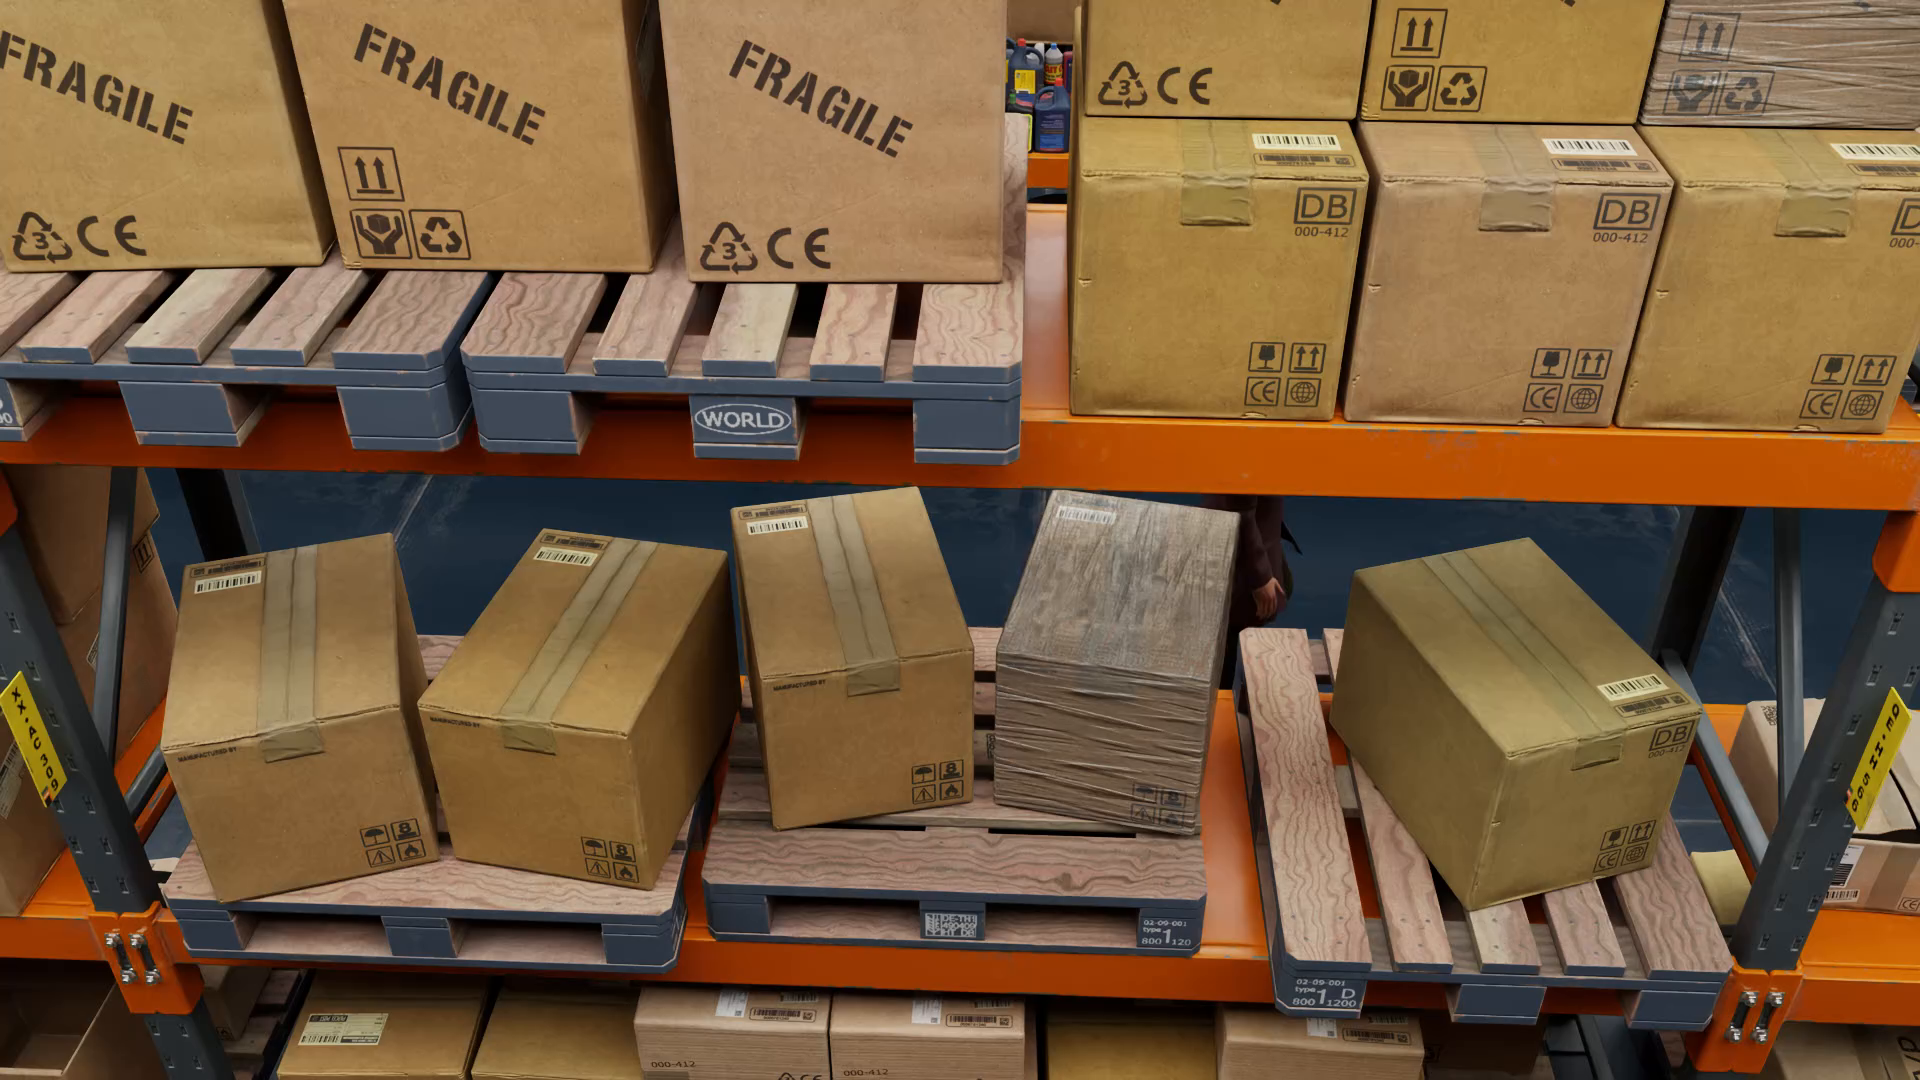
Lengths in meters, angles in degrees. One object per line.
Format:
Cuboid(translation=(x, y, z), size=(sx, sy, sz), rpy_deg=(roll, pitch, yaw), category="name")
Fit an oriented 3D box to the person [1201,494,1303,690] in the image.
Cuboid(translation=(1.075, 0.028, 6.108), size=(0.423, 1.817, 0.623), rpy_deg=(4, 35, 5), category="person")
